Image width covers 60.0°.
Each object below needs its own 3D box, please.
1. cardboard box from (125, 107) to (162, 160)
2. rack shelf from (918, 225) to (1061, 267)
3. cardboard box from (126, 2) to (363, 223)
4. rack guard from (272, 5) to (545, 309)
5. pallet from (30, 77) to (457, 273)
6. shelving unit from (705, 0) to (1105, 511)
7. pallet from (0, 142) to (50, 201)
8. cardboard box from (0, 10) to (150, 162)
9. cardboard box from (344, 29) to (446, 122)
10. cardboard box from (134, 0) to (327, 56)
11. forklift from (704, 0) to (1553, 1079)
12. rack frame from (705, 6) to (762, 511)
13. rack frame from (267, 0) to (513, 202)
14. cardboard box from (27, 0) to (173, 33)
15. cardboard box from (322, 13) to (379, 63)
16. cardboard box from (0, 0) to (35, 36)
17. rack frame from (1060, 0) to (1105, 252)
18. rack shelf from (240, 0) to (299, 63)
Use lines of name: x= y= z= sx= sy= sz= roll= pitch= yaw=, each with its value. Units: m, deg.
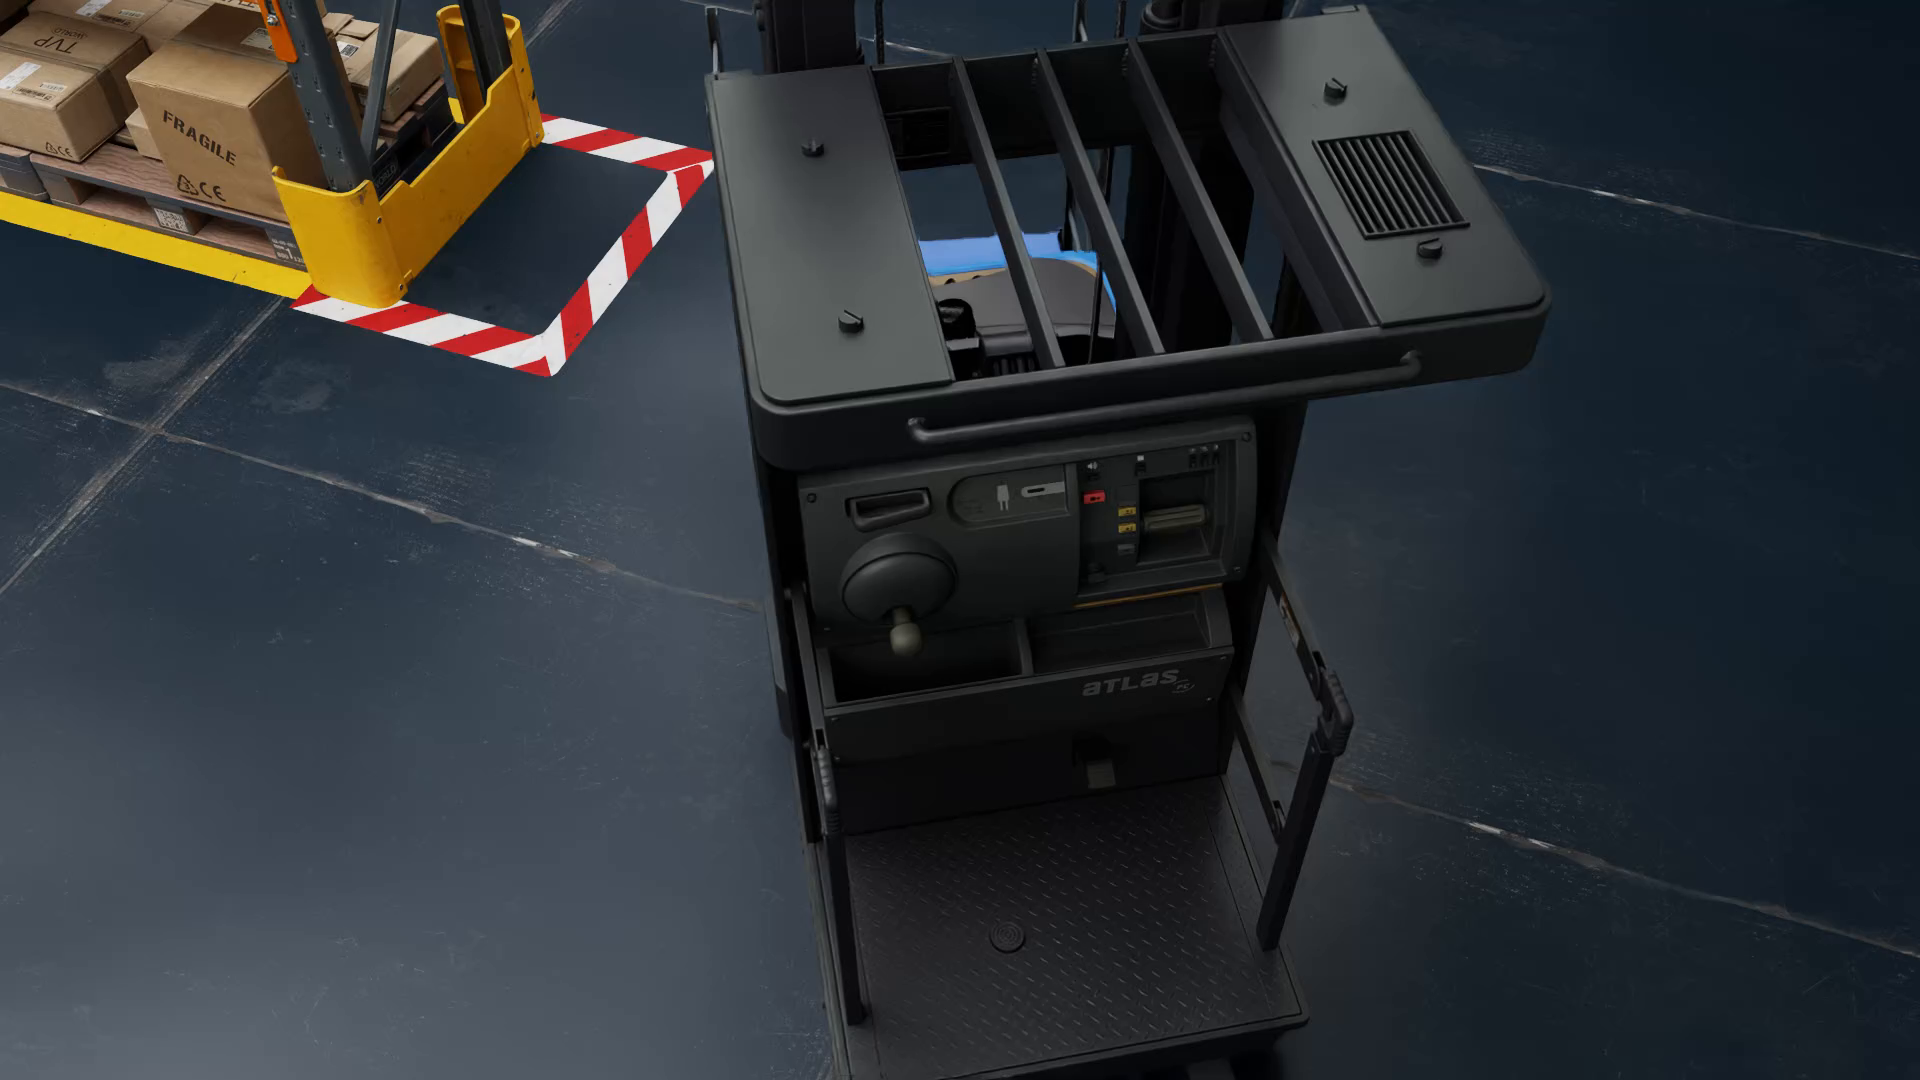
cardboard box: x=-2.879 y=-1.591 z=6.228 sx=0.250 sy=0.166 sz=0.380 roll=16 pitch=51 yaw=13
rack shelf: x=-0.145 y=-0.696 z=5.099 sx=1.000 sy=0.185 sz=0.538 roll=-5 pitch=49 yaw=-4
cardboard box: x=-2.530 y=-1.531 z=5.955 sx=0.500 sy=0.500 sz=0.500 roll=16 pitch=51 yaw=13
rack guard: x=-2.006 y=-1.439 z=6.166 sx=0.348 sy=0.500 sz=1.175 roll=16 pitch=51 yaw=13
pallet: x=-2.754 y=-1.552 z=6.456 sx=1.213 sy=0.211 sz=1.003 roll=16 pitch=51 yaw=13
shelving unit: x=-0.145 y=-0.814 z=4.963 sx=1.048 sy=1.500 sz=0.538 roll=-5 pitch=49 yaw=-4
pallet: x=-3.895 y=-1.873 z=6.734 sx=1.213 sy=0.211 sz=1.003 roll=16 pitch=51 yaw=13
cardboard box: x=-3.411 y=-1.719 z=6.283 sx=0.500 sy=0.250 sz=0.500 roll=16 pitch=51 yaw=13
cardboard box: x=-2.208 y=-1.801 z=6.421 sx=0.250 sy=0.149 sz=0.380 roll=16 pitch=51 yaw=13
cardboard box: x=-2.815 y=-1.955 z=6.488 sx=0.500 sy=0.250 sz=0.500 roll=16 pitch=51 yaw=13
forklift: x=0.190 y=0.100 z=3.224 sx=1.130 sy=2.935 sz=3.031 roll=-8 pitch=50 yaw=-7
rack frame: x=-0.651 y=-0.773 z=4.928 sx=0.032 sy=1.500 sz=0.500 roll=-5 pitch=49 yaw=-4
rack frame: x=-1.935 y=-2.237 z=5.204 sx=0.127 sy=3.000 sz=1.000 roll=16 pitch=51 yaw=13
cardboard box: x=-3.284 y=-2.086 z=6.602 sx=0.500 sy=0.250 sz=0.500 roll=16 pitch=51 yaw=13
cardboard box: x=-2.443 y=-1.872 z=6.472 sx=0.250 sy=0.166 sz=0.380 roll=16 pitch=51 yaw=13
cardboard box: x=-3.923 y=-2.123 z=6.466 sx=0.637 sy=0.503 sz=0.797 roll=16 pitch=51 yaw=13
rack frame: x=0.360 y=-0.855 z=4.999 sx=0.032 sy=1.500 sz=0.500 roll=-5 pitch=49 yaw=-4
rack shelf: x=-3.811 y=-2.526 z=5.930 sx=4.000 sy=0.370 sz=1.077 roll=16 pitch=51 yaw=13
